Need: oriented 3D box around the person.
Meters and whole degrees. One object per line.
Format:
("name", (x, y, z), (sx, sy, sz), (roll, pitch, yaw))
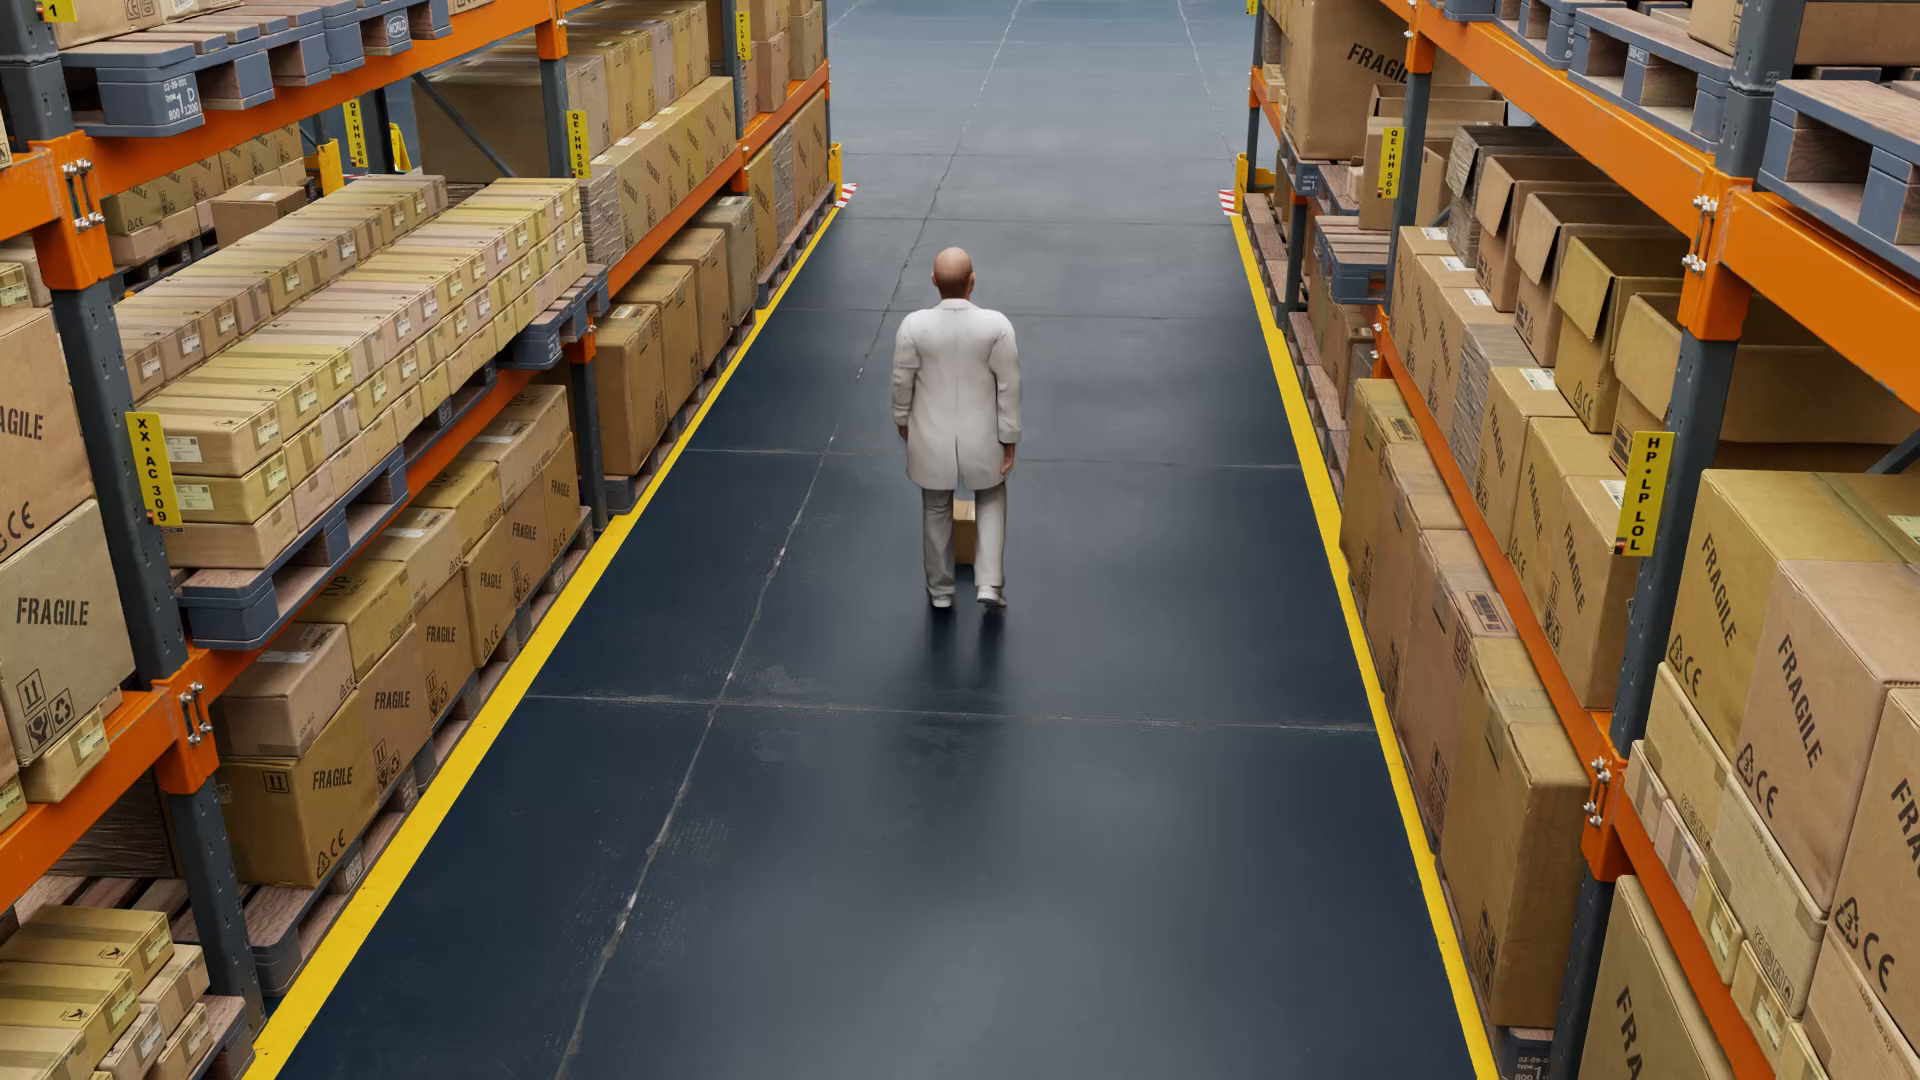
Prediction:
("person", (-0.007, -0.483, 7.823), (0.562, 1.676, 0.377), (2, 24, 5))
